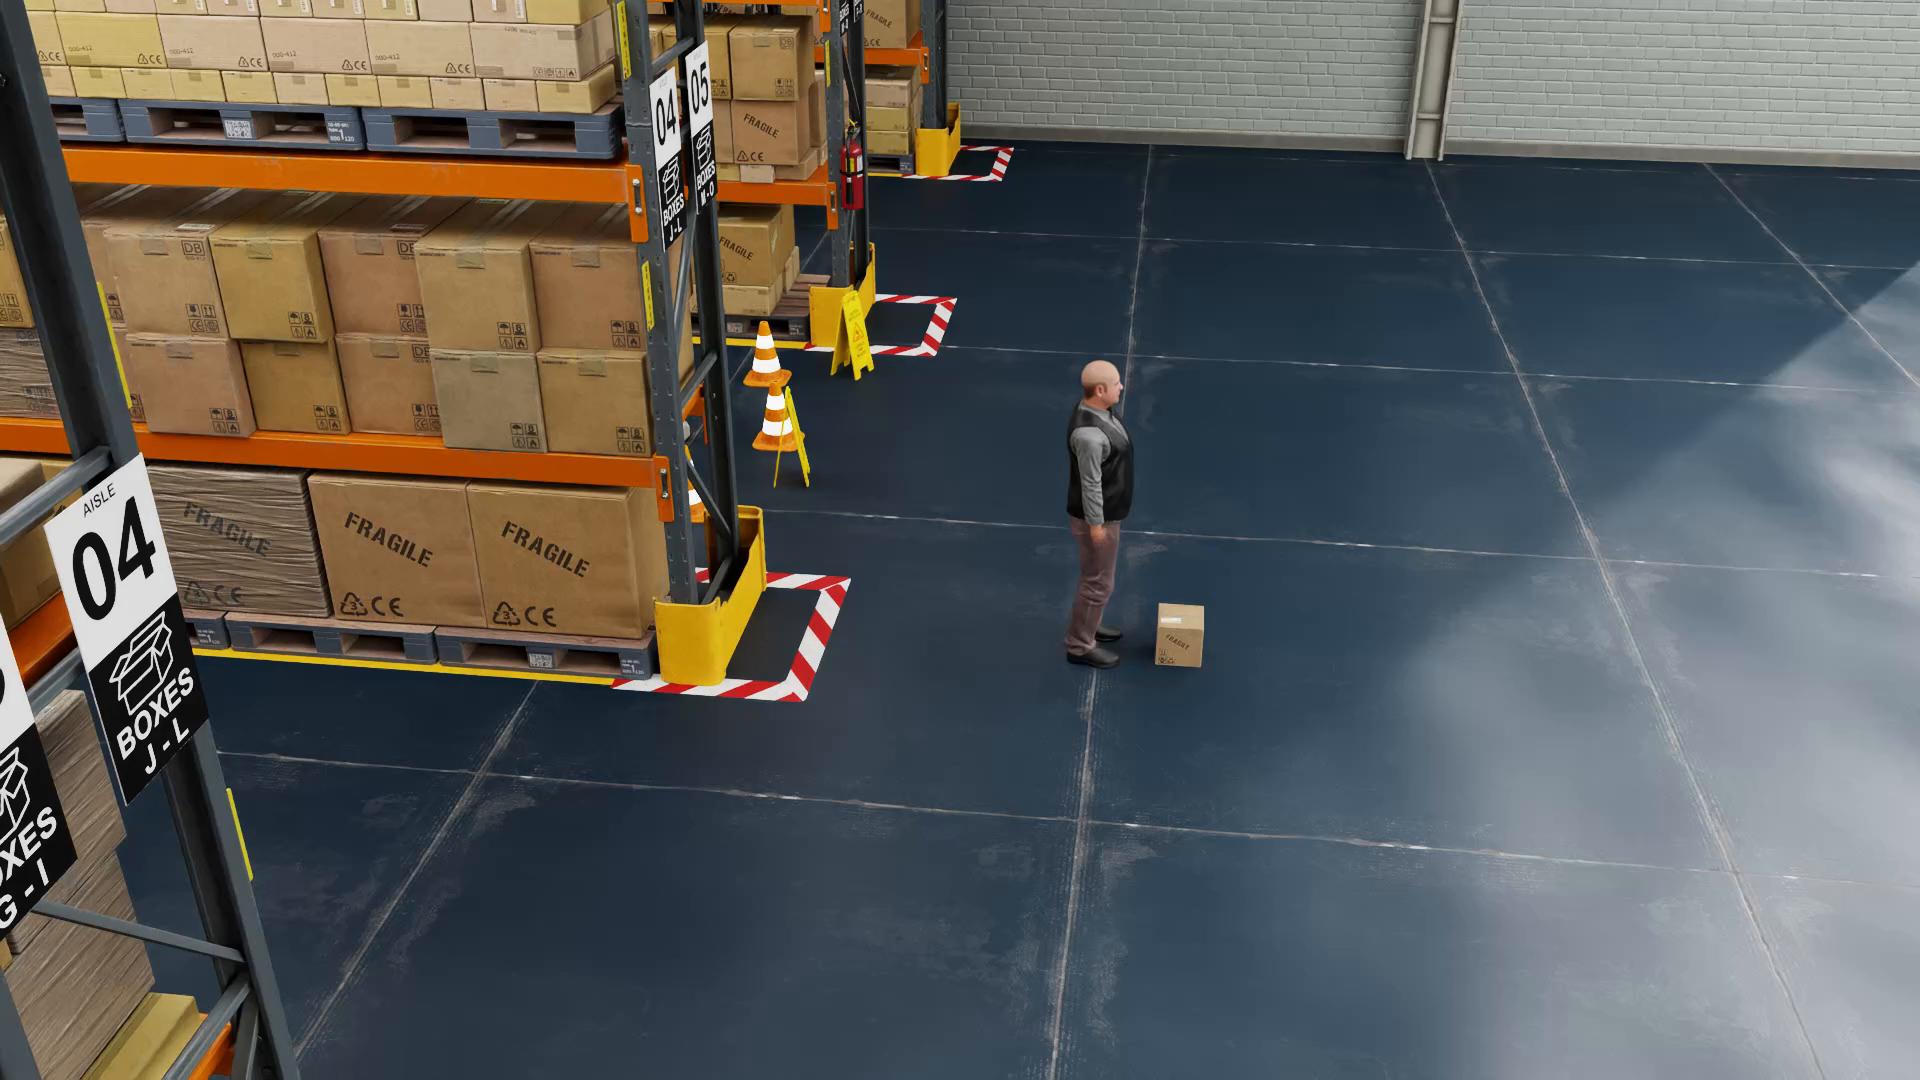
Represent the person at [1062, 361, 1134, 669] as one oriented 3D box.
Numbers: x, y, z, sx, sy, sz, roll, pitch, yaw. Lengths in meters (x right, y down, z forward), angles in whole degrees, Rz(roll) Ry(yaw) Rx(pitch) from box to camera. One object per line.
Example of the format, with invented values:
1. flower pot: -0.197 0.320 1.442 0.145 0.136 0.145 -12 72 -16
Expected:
1. person: 0.747 -0.156 8.948 0.360 1.717 0.532 4 28 7
